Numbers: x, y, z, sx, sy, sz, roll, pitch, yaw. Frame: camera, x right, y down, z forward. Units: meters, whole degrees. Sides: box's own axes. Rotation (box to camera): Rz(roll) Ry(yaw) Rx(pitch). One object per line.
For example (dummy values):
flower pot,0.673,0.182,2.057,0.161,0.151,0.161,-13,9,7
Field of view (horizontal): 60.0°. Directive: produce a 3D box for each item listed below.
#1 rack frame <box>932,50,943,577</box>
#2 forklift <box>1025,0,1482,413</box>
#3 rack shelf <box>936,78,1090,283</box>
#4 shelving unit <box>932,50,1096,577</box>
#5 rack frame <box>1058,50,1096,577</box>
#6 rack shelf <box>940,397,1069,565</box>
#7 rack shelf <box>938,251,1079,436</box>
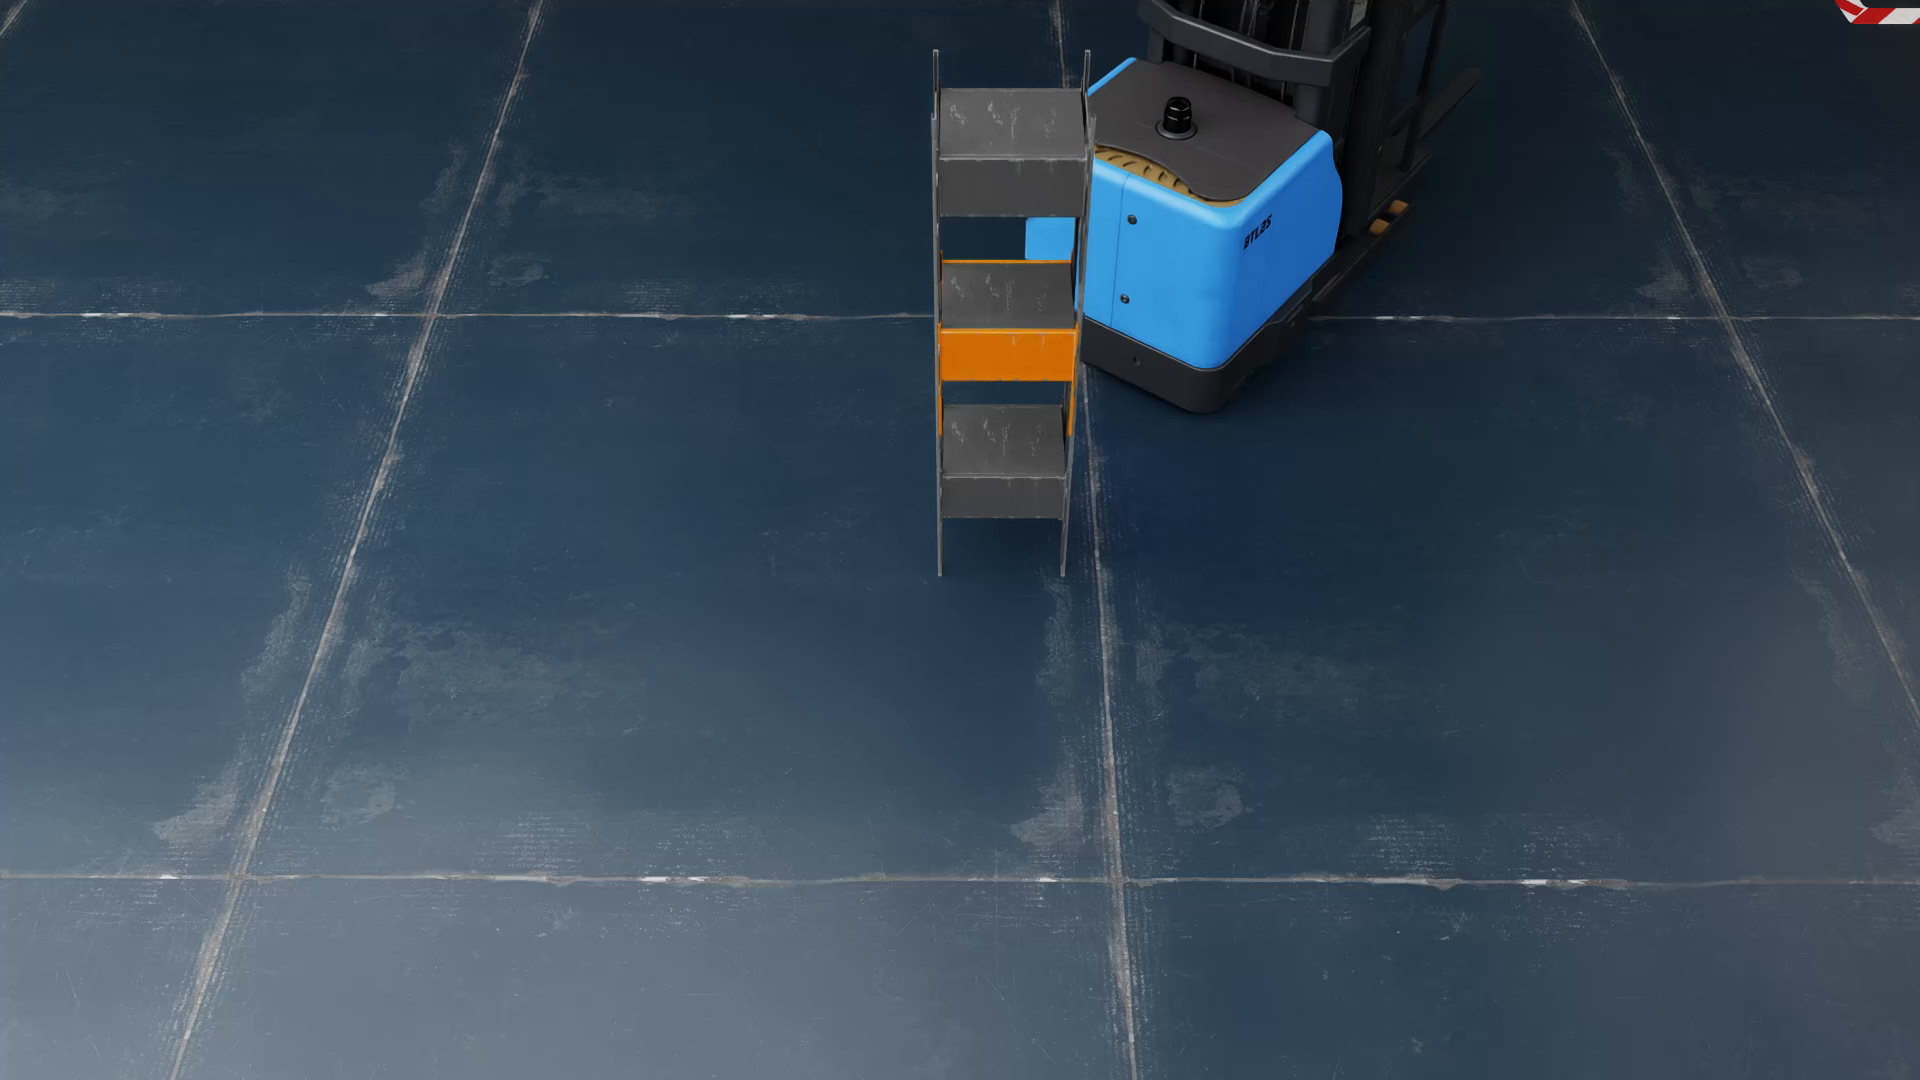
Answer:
rack frame,-0.078,-0.716,5.982,0.015,2.100,0.400,0,47,0
forklift,1.562,-2.578,7.147,1.130,2.935,3.031,29,53,24
rack shelf,0.166,-1.183,5.479,0.480,0.518,0.431,0,47,0
shelving unit,0.166,-0.715,5.981,0.503,2.100,0.431,0,47,0
rack frame,0.410,-0.714,5.980,0.015,2.100,0.400,0,47,0
rack shelf,0.166,-0.229,6.503,0.480,0.518,0.431,0,47,0
rack shelf,0.166,-0.706,5.991,0.480,0.518,0.431,0,47,0
